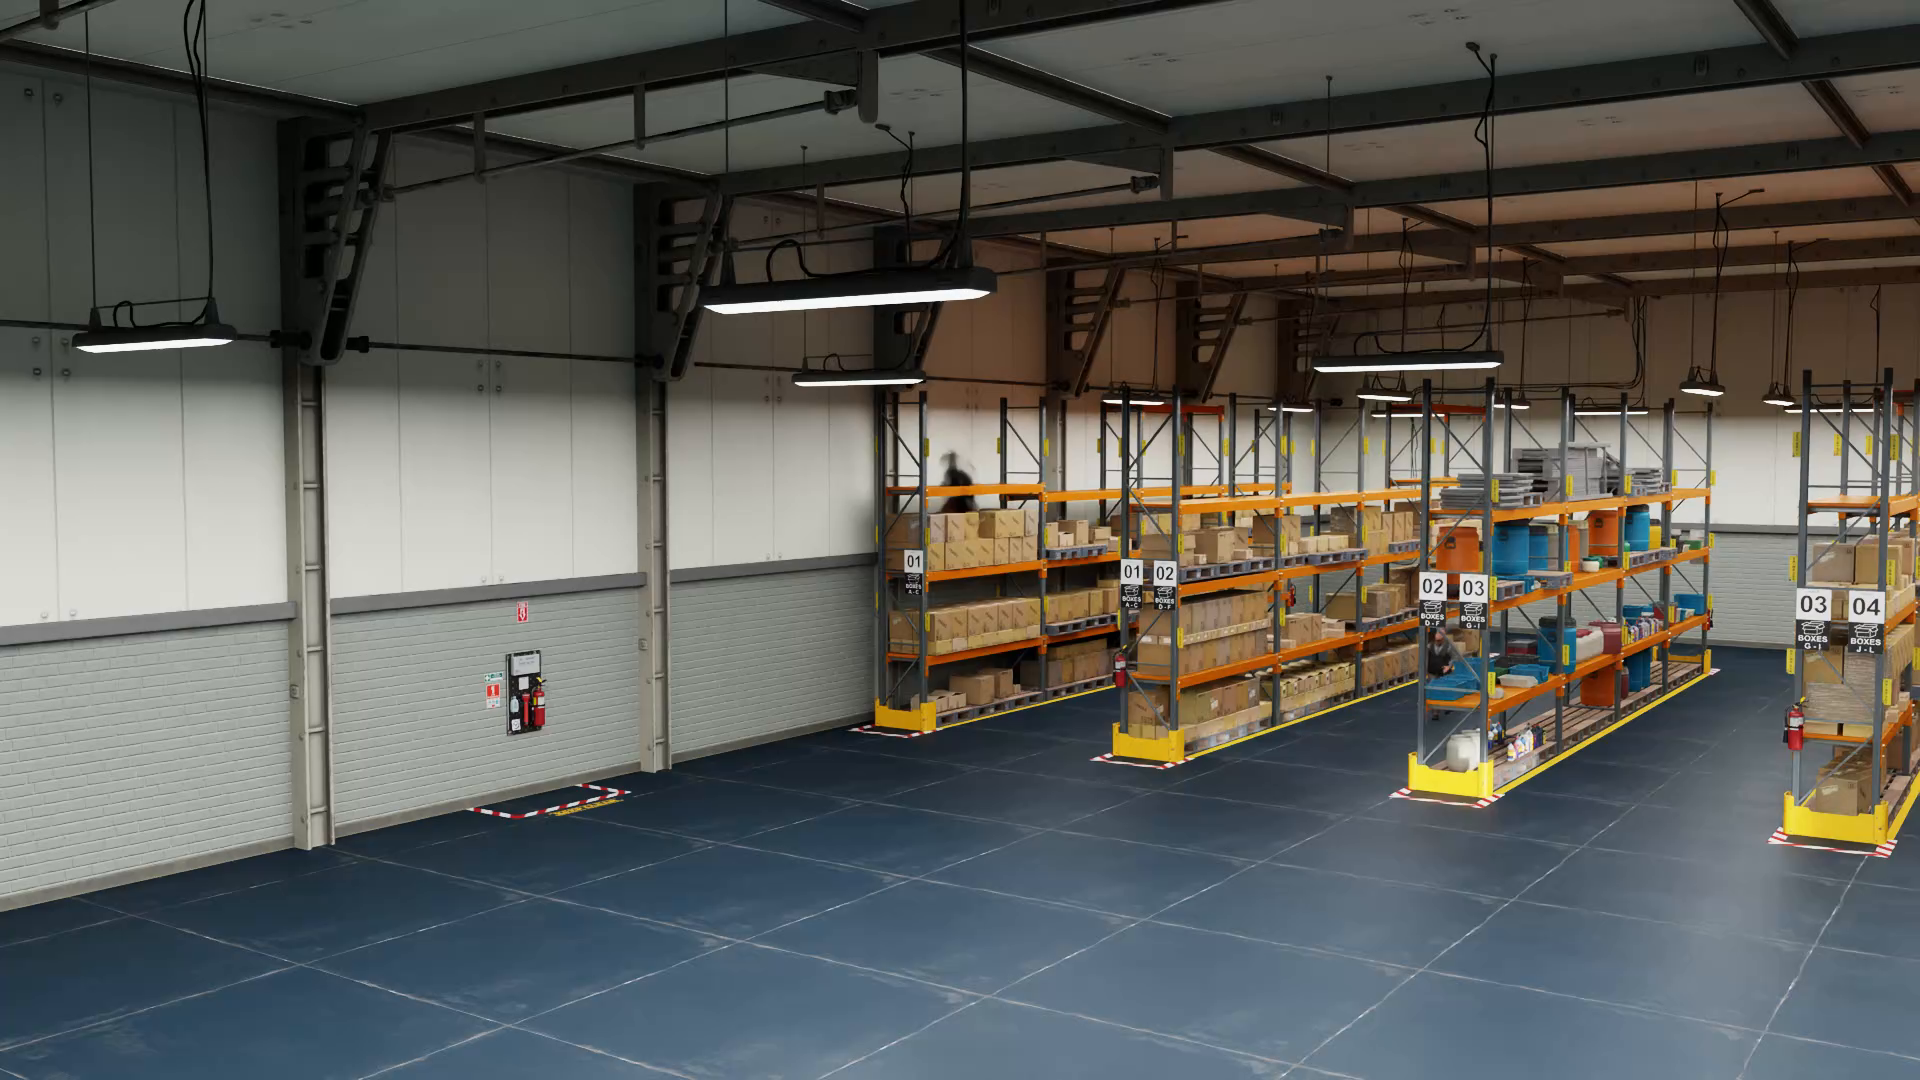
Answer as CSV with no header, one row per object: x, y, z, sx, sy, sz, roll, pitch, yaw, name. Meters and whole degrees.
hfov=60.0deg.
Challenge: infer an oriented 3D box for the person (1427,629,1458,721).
8.796,2.471,30.542,0.660,1.672,0.626,2,4,28,person
